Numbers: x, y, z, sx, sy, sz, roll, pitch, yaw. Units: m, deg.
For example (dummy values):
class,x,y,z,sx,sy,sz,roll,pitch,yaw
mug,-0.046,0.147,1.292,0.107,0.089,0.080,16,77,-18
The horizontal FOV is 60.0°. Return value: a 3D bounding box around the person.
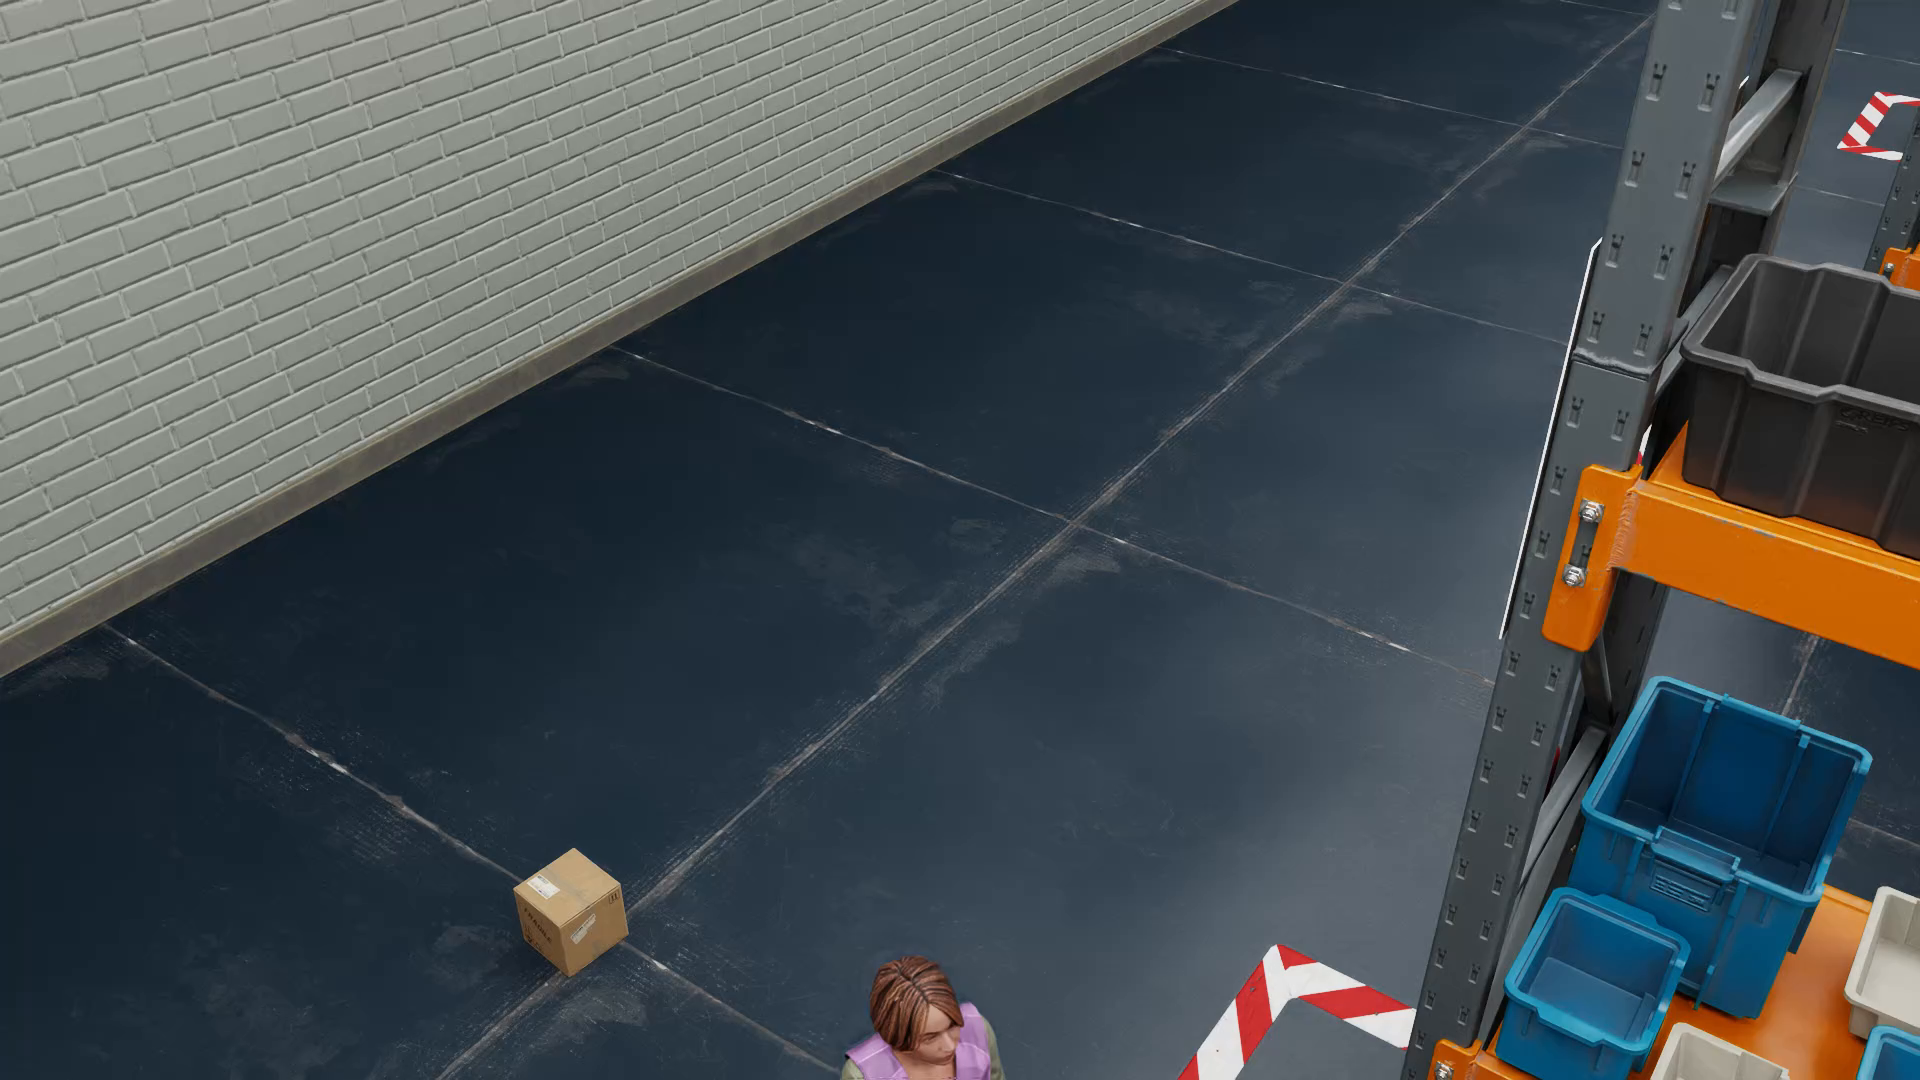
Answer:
class,x,y,z,sx,sy,sz,roll,pitch,yaw
person,-0.064,1.575,3.930,0.452,1.639,0.552,-20,40,-26
